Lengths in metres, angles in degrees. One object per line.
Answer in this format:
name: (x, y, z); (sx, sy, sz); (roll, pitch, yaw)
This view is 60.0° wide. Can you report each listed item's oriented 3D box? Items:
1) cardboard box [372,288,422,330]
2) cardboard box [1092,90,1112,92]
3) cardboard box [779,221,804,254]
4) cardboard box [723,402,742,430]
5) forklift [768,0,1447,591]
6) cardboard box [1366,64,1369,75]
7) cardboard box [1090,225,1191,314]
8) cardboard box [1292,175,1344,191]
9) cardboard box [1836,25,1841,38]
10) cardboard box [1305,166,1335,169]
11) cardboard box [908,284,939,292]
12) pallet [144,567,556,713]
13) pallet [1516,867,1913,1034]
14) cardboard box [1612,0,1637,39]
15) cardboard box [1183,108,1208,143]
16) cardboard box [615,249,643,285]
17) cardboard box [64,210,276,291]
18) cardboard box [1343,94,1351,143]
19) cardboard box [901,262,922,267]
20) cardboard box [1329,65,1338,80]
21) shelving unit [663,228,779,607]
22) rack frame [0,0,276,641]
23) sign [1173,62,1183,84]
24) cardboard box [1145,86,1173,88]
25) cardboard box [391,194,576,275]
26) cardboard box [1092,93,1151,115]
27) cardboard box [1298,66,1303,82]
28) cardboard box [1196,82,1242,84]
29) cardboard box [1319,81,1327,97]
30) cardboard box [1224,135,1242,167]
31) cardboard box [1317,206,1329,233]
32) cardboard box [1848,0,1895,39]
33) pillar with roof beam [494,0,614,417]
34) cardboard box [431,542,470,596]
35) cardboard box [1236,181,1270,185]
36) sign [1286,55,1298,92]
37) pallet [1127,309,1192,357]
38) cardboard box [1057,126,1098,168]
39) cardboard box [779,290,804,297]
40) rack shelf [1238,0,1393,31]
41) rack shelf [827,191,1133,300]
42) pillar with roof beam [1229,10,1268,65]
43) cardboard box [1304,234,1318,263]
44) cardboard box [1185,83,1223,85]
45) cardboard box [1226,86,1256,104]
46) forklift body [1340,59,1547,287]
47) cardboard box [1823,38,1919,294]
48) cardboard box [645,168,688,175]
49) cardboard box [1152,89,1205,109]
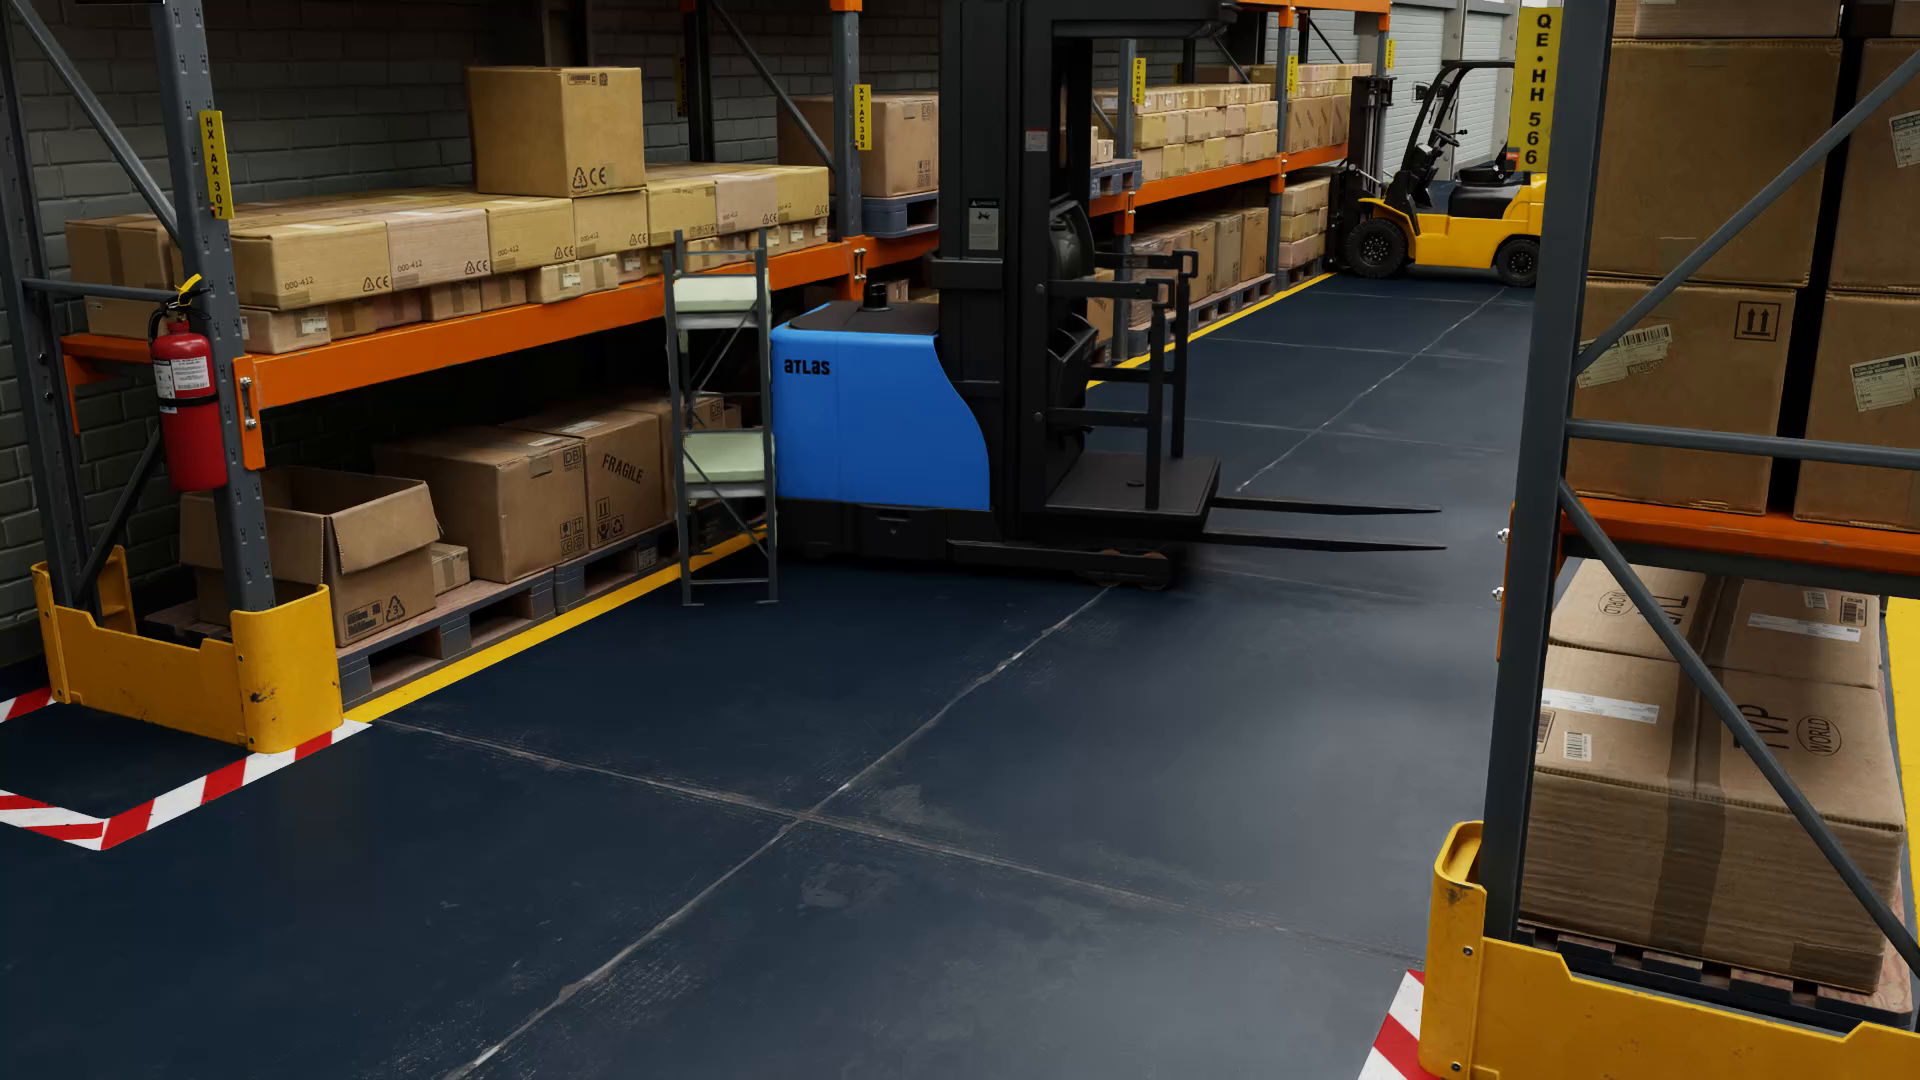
cardboard box: (-2.229, -0.880, 6.160); (0.380, 0.149, 0.250); (8, 18, 25)
cardboard box: (0.994, -3.525, 13.310); (0.380, 0.149, 0.250); (8, 18, 24)
cardboard box: (-1.006, -1.525, 8.333); (0.380, 0.149, 0.250); (9, 19, 27)
cardboard box: (-1.499, -0.603, 8.769); (0.500, 0.311, 0.500); (9, 19, 27)
forklift: (0.689, -1.349, 7.418); (3.031, 2.935, 1.130); (4, 17, 13)
cardboard box: (4.316, -5.202, 18.432); (0.380, 0.149, 0.250); (8, 18, 25)
cardboard box: (1.371, -2.235, 13.713); (0.875, 0.625, 0.625); (9, 19, 27)
cardboard box: (3.770, -3.702, 17.555); (0.500, 0.250, 0.500); (8, 18, 24)
cardboard box: (7.415, -3.990, 13.735); (0.700, 0.500, 0.500); (8, 18, 25)
cardboard box: (3.986, -4.149, 19.061); (0.500, 0.250, 0.500); (8, 18, 25)
cardboard box: (-0.180, -1.478, 10.244); (0.380, 0.149, 0.250); (8, 18, 25)
pallet: (-2.390, 0.305, 6.628); (1.003, 0.211, 1.213); (8, 18, 25)
pallet: (1.950, 0.944, 4.475); (1.003, 0.211, 1.213); (8, 18, 25)
cardboard box: (1.776, -1.278, 3.988); (0.380, 0.149, 0.250); (8, 18, 25)
cardboard box: (1.687, -3.355, 13.438); (0.500, 0.250, 0.500); (8, 18, 24)
cardboard box: (-1.614, -1.204, 7.250); (0.380, 0.149, 0.250); (8, 18, 25)
cardboard box: (-2.812, -1.031, 5.969); (0.500, 0.250, 0.500); (9, 19, 27)
cardboard box: (3.916, -4.513, 17.773); (0.500, 0.500, 0.500); (8, 18, 24)
cardboard box: (-0.177, -1.800, 11.330); (0.380, 0.149, 0.250); (8, 18, 24)
cardboard box: (3.718, -4.877, 17.338); (0.380, 0.149, 0.250); (8, 18, 26)
shelving unit: (-1.018, -0.550, 7.215); (0.431, 1.500, 0.755); (-2, 17, -5)
rack frame: (-2.780, -0.809, 5.481); (1.000, 3.000, 0.127); (8, 18, 25)
sign: (2.085, -4.389, 15.874); (0.100, 0.325, 0.005); (8, 18, 25)
cardboard box: (1.616, -3.845, 14.386); (0.380, 0.149, 0.250); (8, 18, 25)
cardboard box: (-1.887, -1.219, 6.603); (0.500, 0.250, 0.500); (8, 18, 24)
cardboard box: (1.201, -3.250, 12.383); (0.380, 0.149, 0.250); (9, 19, 27)
cardboard box: (3.132, -4.555, 16.255); (0.380, 0.149, 0.250); (8, 18, 24)
cardboard box: (2.496, -4.340, 16.052); (0.380, 0.149, 0.250); (8, 18, 25)
cardboard box: (3.461, -4.529, 16.689); (0.380, 0.149, 0.250); (8, 18, 25)
cardboard box: (2.122, -3.381, 14.403); (0.500, 0.250, 0.500); (8, 18, 26)
cardboard box: (3.533, -3.328, 17.175); (0.500, 0.250, 0.500); (8, 18, 25)
cardboard box: (2.122, -1.148, 3.551); (0.380, 0.149, 0.250); (9, 19, 27)
pillar with roof beam: (1.742, -4.094, 6.003); (9.100, 9.000, 0.400); (8, 18, 25)
cardboard box: (-2.197, 0.109, 6.659); (0.380, 0.149, 0.250); (7, 18, 23)
cardboard box: (2.842, -3.510, 16.908); (0.500, 0.250, 0.500); (8, 18, 25)
sign: (3.072, -4.317, 15.395); (0.100, 0.325, 0.005); (8, 18, 25)
pallet: (1.198, -1.715, 13.428); (1.003, 0.211, 1.213); (8, 18, 25)
cardboard box: (0.613, -2.667, 11.260); (0.500, 0.250, 0.500); (7, 18, 23)
cardboard box: (-0.872, -1.403, 9.995); (0.380, 0.149, 0.250); (8, 18, 26)
rack shelf: (3.476, -5.469, 17.163); (1.077, 0.370, 4.000); (8, 18, 25)
rack shelf: (-0.099, -1.993, 10.729); (1.077, 0.370, 4.000); (8, 18, 25)
pillar with roof beam: (7.104, -7.150, 16.294); (9.100, 9.000, 0.400); (8, 18, 25)
cardboard box: (3.308, -2.962, 16.819); (0.500, 0.250, 0.500); (8, 18, 24)
cardboard box: (2.233, -4.163, 15.456); (0.380, 0.149, 0.250); (8, 18, 24)
cardboard box: (2.374, -3.902, 14.579); (0.380, 0.149, 0.250); (7, 18, 24)
forklift body: (5.154, -3.763, 16.916); (2.313, 2.155, 1.214); (8, 18, 25)
cardboard box: (2.132, -0.792, 3.491); (0.500, 0.500, 0.500); (8, 18, 24)
cardboard box: (-1.673, -1.679, 8.149); (0.500, 0.250, 0.500); (8, 18, 25)
cardboard box: (1.768, -3.580, 13.494); (0.380, 0.149, 0.250); (9, 19, 27)
